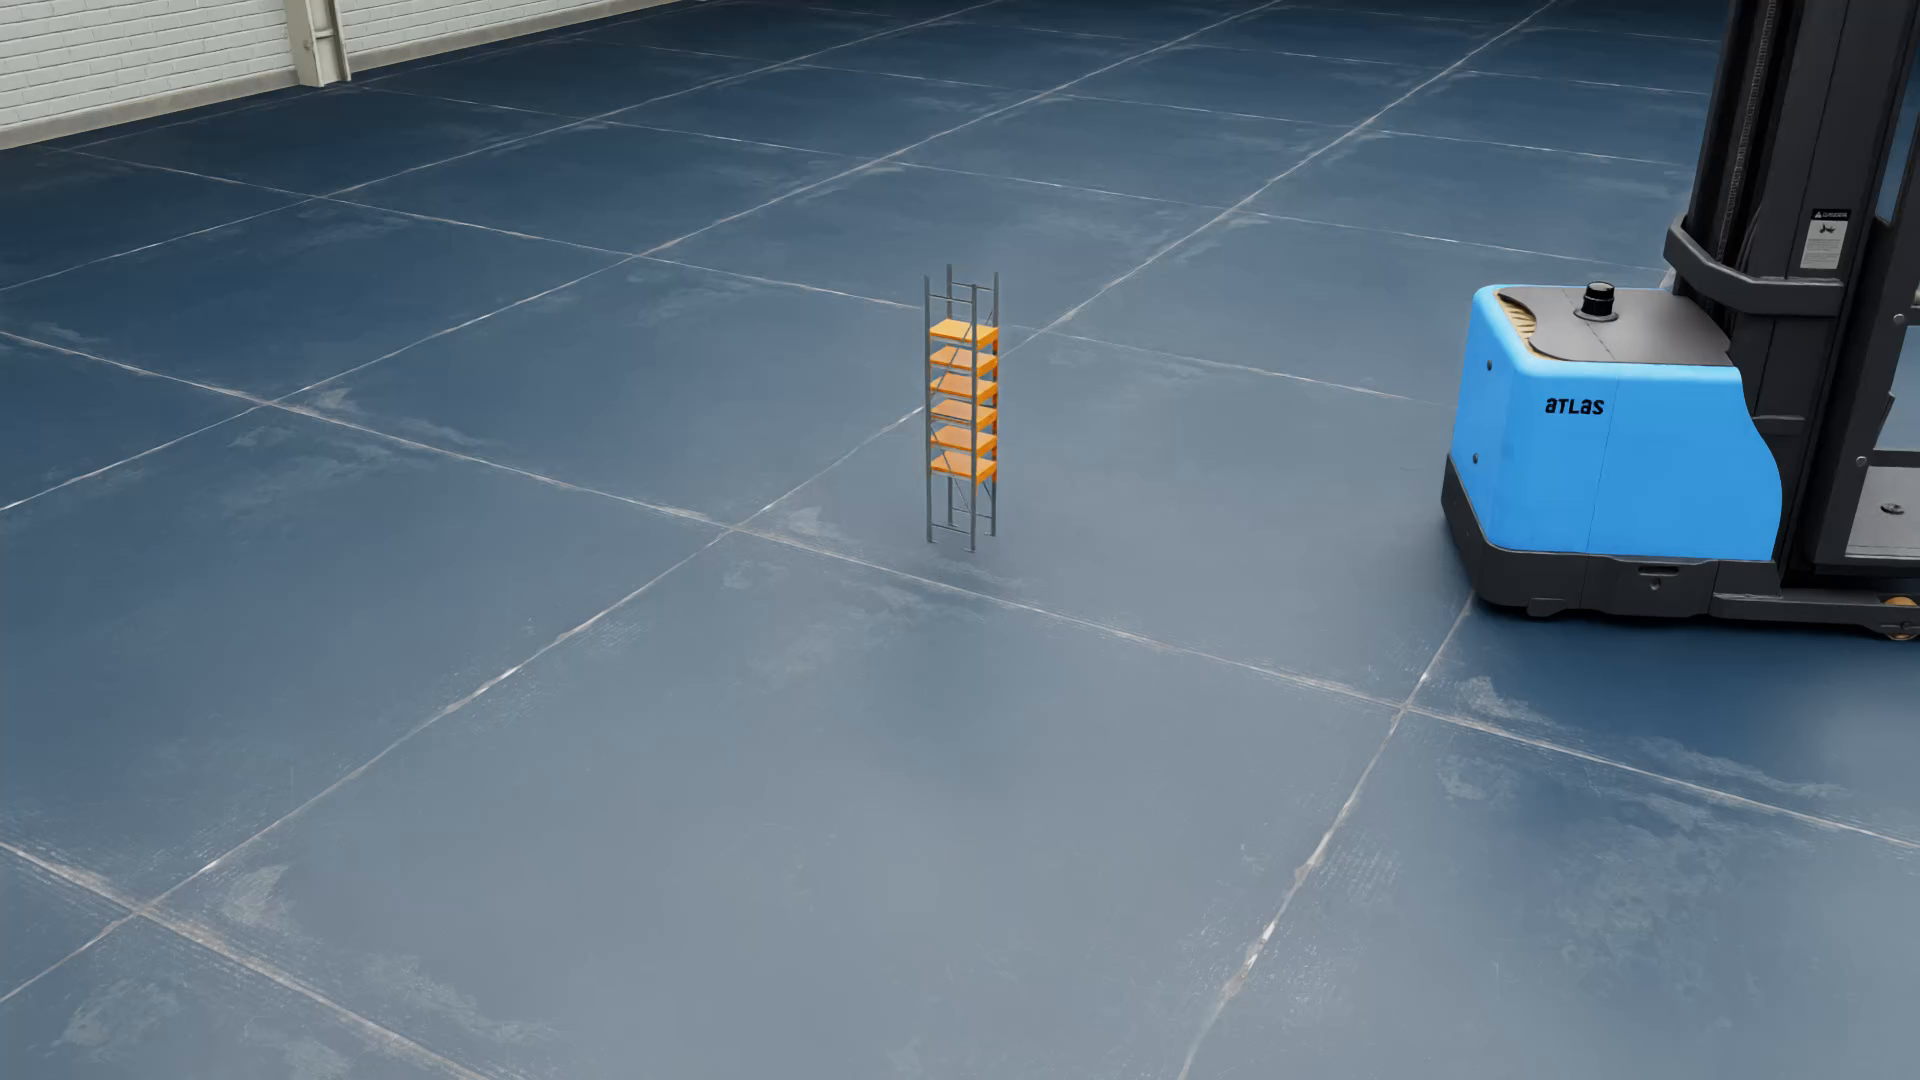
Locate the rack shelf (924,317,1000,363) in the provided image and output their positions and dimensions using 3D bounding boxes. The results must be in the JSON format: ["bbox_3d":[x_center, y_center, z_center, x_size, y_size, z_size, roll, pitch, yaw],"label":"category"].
[{"bbox_3d":[0.007,-0.824,6.851,0.258,0.103,0.180,14,30,26],"label":"rack shelf"}]

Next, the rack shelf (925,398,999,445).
[{"bbox_3d":[0.007,-0.502,7.013,0.258,0.103,0.180,14,30,26],"label":"rack shelf"}]

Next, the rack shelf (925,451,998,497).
[{"bbox_3d":[0.007,-0.288,7.120,0.258,0.103,0.180,14,30,26],"label":"rack shelf"}]

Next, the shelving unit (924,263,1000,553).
[{"bbox_3d":[0.007,-0.542,6.993,0.258,1.200,0.189,14,30,26],"label":"shelving unit"}]

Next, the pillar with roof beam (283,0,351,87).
[{"bbox_3d":[-2.410,-7.515,12.210,9.100,9.000,0.400,14,30,26],"label":"pillar with roof beam"}]

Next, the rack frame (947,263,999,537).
[{"bbox_3d":[0.052,-0.578,7.064,0.240,1.200,0.006,14,30,26],"label":"rack frame"}]

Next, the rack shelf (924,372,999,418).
[{"bbox_3d":[0.007,-0.610,6.959,0.258,0.103,0.180,14,30,26],"label":"rack shelf"}]

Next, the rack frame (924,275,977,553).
[{"bbox_3d":[-0.038,-0.507,6.921,0.240,1.200,0.006,14,30,26],"label":"rack frame"}]

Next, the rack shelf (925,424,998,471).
[{"bbox_3d":[0.007,-0.395,7.066,0.258,0.103,0.180,14,30,26],"label":"rack shelf"}]

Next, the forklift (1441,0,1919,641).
[{"bbox_3d":[3.615,-1.161,6.295,3.031,2.935,1.130,2,27,5],"label":"forklift"}]

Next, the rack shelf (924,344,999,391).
[{"bbox_3d":[0.007,-0.717,6.905,0.258,0.103,0.180,14,30,26],"label":"rack shelf"}]
